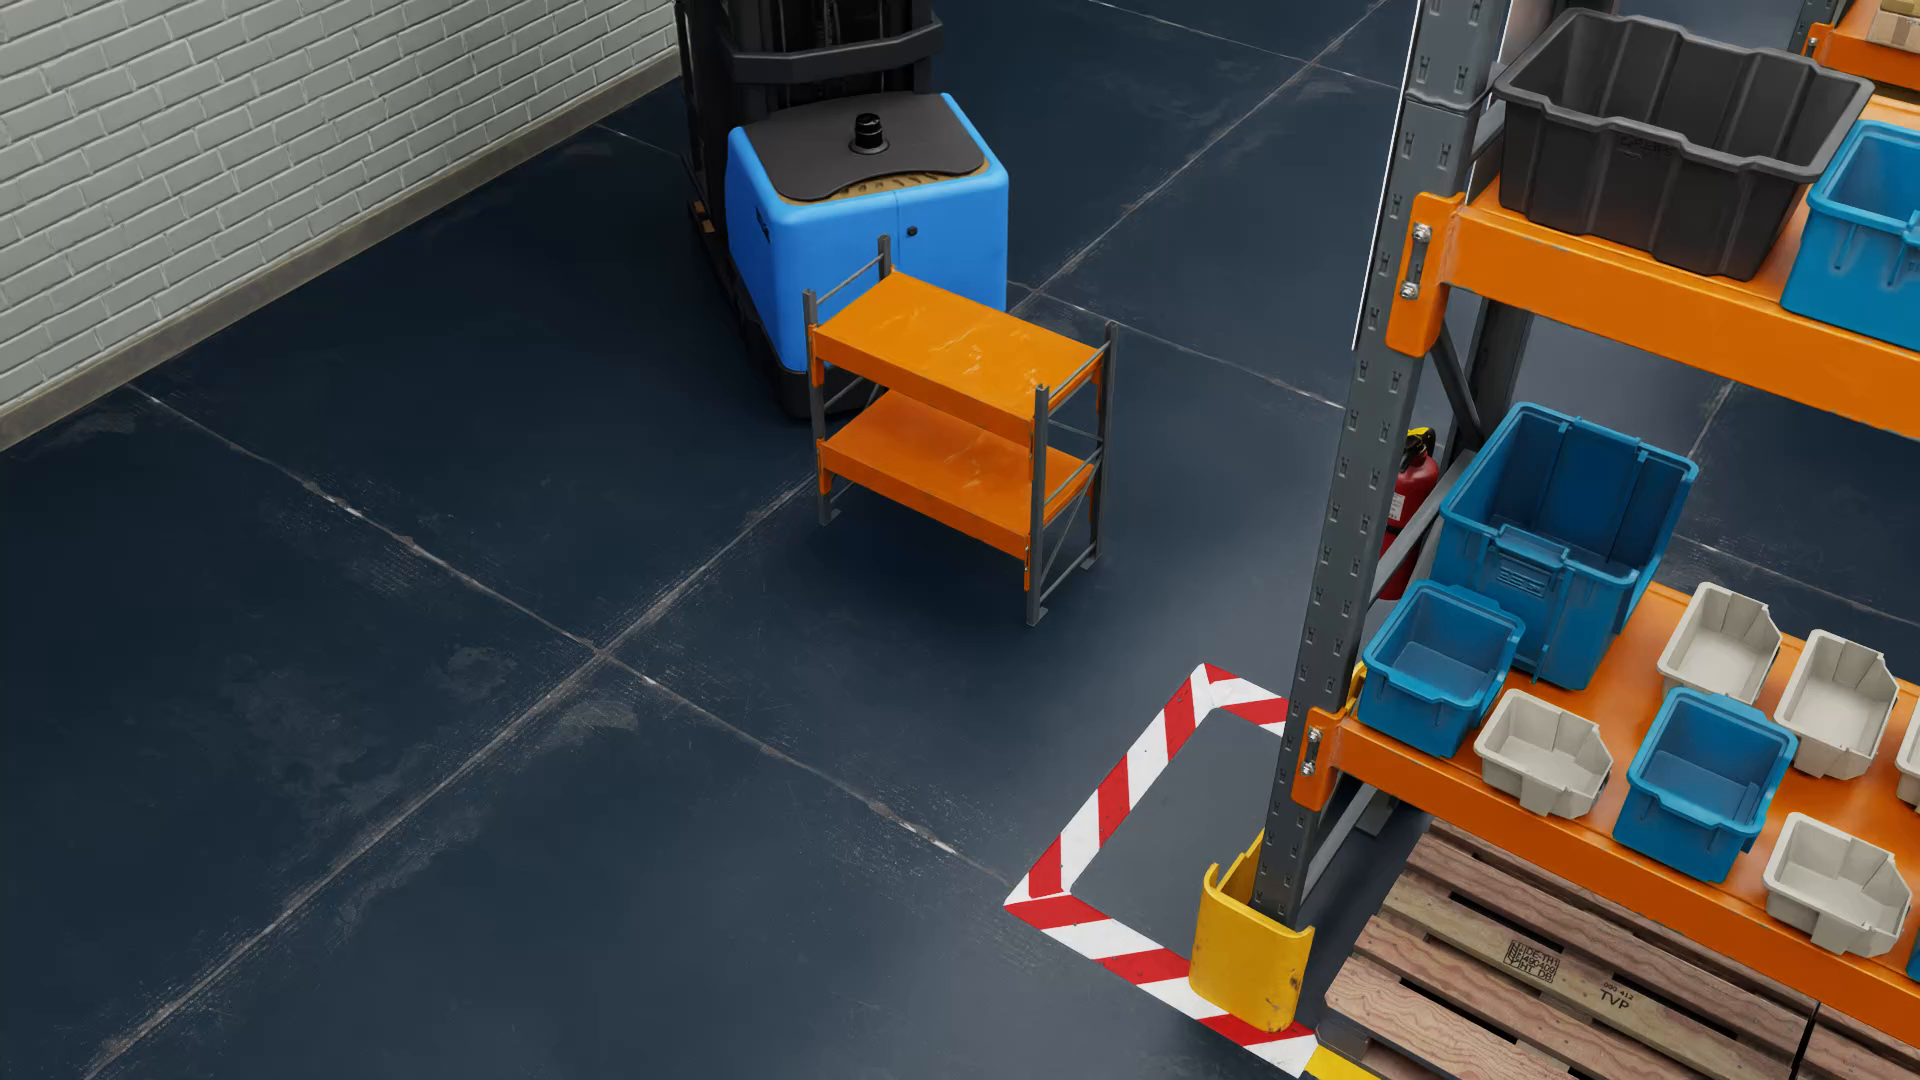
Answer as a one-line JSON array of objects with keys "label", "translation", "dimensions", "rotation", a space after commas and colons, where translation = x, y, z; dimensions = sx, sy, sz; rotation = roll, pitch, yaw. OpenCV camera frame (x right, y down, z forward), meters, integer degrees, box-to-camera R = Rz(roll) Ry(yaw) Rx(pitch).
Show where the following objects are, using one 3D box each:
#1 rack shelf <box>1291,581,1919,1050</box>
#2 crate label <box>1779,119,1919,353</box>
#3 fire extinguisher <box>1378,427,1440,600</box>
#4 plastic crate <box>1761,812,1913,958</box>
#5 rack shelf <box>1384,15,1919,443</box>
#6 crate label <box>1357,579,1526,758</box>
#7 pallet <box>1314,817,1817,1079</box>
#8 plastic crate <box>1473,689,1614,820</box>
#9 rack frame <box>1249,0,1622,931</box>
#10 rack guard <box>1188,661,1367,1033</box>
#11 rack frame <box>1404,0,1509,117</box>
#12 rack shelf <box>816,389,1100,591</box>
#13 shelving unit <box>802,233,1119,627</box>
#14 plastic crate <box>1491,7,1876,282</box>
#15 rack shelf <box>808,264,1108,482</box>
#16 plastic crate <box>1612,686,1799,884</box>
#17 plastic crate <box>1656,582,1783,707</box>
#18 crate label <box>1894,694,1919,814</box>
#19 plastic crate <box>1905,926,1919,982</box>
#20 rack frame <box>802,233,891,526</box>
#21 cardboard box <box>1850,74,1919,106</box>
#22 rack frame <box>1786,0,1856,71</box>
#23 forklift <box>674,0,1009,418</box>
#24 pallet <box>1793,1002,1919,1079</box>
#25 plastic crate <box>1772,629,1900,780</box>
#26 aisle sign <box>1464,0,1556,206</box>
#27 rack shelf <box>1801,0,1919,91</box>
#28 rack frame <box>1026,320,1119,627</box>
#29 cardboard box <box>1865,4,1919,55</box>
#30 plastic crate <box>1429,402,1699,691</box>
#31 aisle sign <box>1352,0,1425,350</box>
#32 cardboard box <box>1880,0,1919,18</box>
[{"label": "rack shelf", "translation": [2.830, 1.055, 3.861], "dimensions": [4.000, 0.370, 1.077], "rotation": [25, 48, 25]}, {"label": "crate label", "translation": [1.763, -0.512, 2.934], "dimensions": [0.502, 0.251, 0.408], "rotation": [25, 48, 25]}, {"label": "fire extinguisher", "translation": [1.330, -0.117, 4.969], "dimensions": [0.183, 0.674, 0.296], "rotation": [25, 48, 25]}, {"label": "plastic crate", "translation": [1.976, 0.799, 3.760], "dimensions": [0.298, 0.136, 0.250], "rotation": [25, 48, 25]}, {"label": "rack shelf", "translation": [2.830, -0.063, 2.861], "dimensions": [4.000, 0.370, 1.077], "rotation": [25, 48, 25]}, {"label": "crate label", "translation": [1.206, 0.335, 4.206], "dimensions": [0.303, 0.233, 0.416], "rotation": [25, 48, 25]}, {"label": "pallet", "translation": [1.846, 1.397, 5.030], "dimensions": [1.213, 0.211, 1.003], "rotation": [25, 48, 25]}, {"label": "plastic crate", "translation": [1.421, 0.539, 4.051], "dimensions": [0.298, 0.136, 0.250], "rotation": [25, 48, 25]}, {"label": "rack frame", "translation": [1.193, 0.021, 4.477], "dimensions": [0.127, 3.000, 1.000], "rotation": [25, 48, 25]}, {"label": "rack guard", "translation": [1.166, 0.950, 5.313], "dimensions": [0.348, 0.500, 1.175], "rotation": [25, 48, 25]}, {"label": "rack frame", "translation": [1.193, -2.215, 2.477], "dimensions": [0.127, 3.000, 1.000], "rotation": [25, 48, 25]}, {"label": "rack shelf", "translation": [-0.006, -0.240, 6.541], "dimensions": [1.000, 0.278, 0.538], "rotation": [25, 48, 25]}, {"label": "shelving unit", "translation": [-0.006, -0.422, 6.378], "dimensions": [1.048, 1.125, 0.538], "rotation": [25, 48, 25]}, {"label": "plastic crate", "translation": [1.348, -0.749, 3.186], "dimensions": [0.590, 0.269, 0.497], "rotation": [25, 48, 25]}, {"label": "rack shelf", "translation": [-0.006, -0.640, 6.183], "dimensions": [1.000, 0.278, 0.538], "rotation": [25, 48, 25]}, {"label": "plastic crate", "translation": [1.745, 0.587, 3.925], "dimensions": [0.300, 0.233, 0.416], "rotation": [25, 48, 25]}, {"label": "plastic crate", "translation": [1.964, 0.310, 4.306], "dimensions": [0.243, 0.136, 0.396], "rotation": [25, 48, 25]}, {"label": "crate label", "translation": [2.435, 0.522, 4.069], "dimensions": [0.243, 0.136, 0.396], "rotation": [25, 48, 25]}, {"label": "plastic crate", "translation": [2.284, 0.839, 3.643], "dimensions": [0.300, 0.233, 0.416], "rotation": [25, 48, 25]}, {"label": "rack frame", "translation": [-0.422, -0.616, 6.595], "dimensions": [0.032, 1.125, 0.500], "rotation": [25, 48, 25]}, {"label": "cardboard box", "translation": [4.607, -1.846, 7.842], "dimensions": [0.875, 0.875, 0.875], "rotation": [25, 48, 25]}, {"label": "rack frame", "translation": [4.037, -2.683, 7.499], "dimensions": [0.127, 3.000, 1.000], "rotation": [25, 48, 25]}, {"label": "forklift", "translation": [-0.749, -2.617, 7.476], "dimensions": [1.130, 2.935, 3.031], "rotation": [-13, 43, -14]}, {"label": "pallet", "translation": [2.840, 1.865, 4.508], "dimensions": [1.213, 0.211, 1.003], "rotation": [25, 48, 25]}, {"label": "plastic crate", "translation": [2.193, 0.429, 4.174], "dimensions": [0.243, 0.136, 0.396], "rotation": [25, 48, 25]}, {"label": "aisle sign", "translation": [1.302, -1.135, 3.820], "dimensions": [0.004, 0.787, 0.394], "rotation": [25, 48, 25]}, {"label": "rack shelf", "translation": [5.674, -1.649, 6.883], "dimensions": [4.000, 0.370, 1.077], "rotation": [25, 48, 25]}, {"label": "rack frame", "translation": [0.411, -0.227, 6.160], "dimensions": [0.032, 1.125, 0.500], "rotation": [25, 48, 25]}, {"label": "cardboard box", "translation": [4.138, -2.273, 7.230], "dimensions": [0.250, 0.149, 0.380], "rotation": [26, 48, 26]}, {"label": "plastic crate", "translation": [1.574, 0.012, 4.416], "dimensions": [0.499, 0.435, 0.616], "rotation": [25, 48, 25]}, {"label": "aisle sign", "translation": [0.963, -0.813, 3.460], "dimensions": [0.004, 0.787, 0.394], "rotation": [25, 48, 25]}, {"label": "cardboard box", "translation": [4.275, -2.407, 7.080], "dimensions": [0.500, 0.250, 0.500], "rotation": [24, 47, 24]}]
